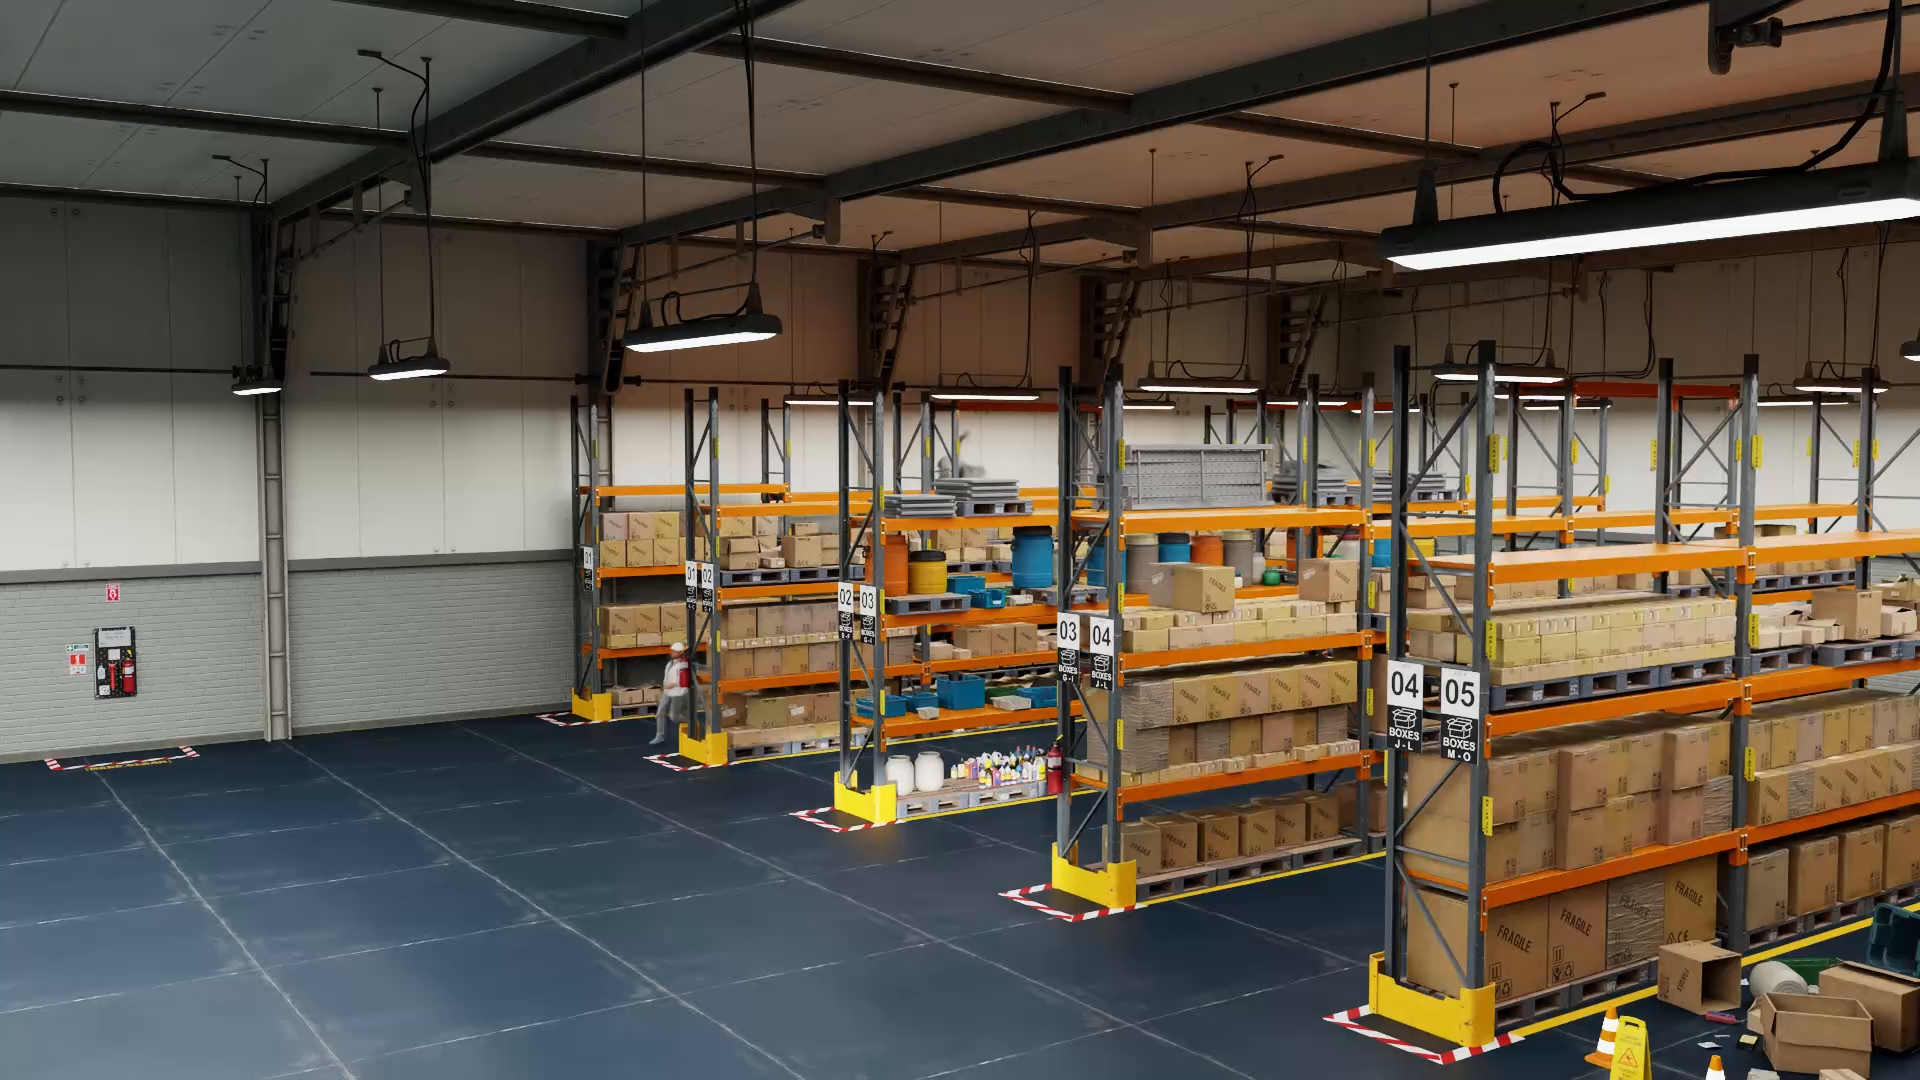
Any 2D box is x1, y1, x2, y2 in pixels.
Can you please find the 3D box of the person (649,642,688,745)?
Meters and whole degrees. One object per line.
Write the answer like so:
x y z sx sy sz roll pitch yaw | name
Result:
-4.805 2.601 28.292 0.860 1.753 0.697 -3 5 -44 | person

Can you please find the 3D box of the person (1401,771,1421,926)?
4.844 3.281 17.596 0.825 1.712 0.583 -3 5 -43 | person
